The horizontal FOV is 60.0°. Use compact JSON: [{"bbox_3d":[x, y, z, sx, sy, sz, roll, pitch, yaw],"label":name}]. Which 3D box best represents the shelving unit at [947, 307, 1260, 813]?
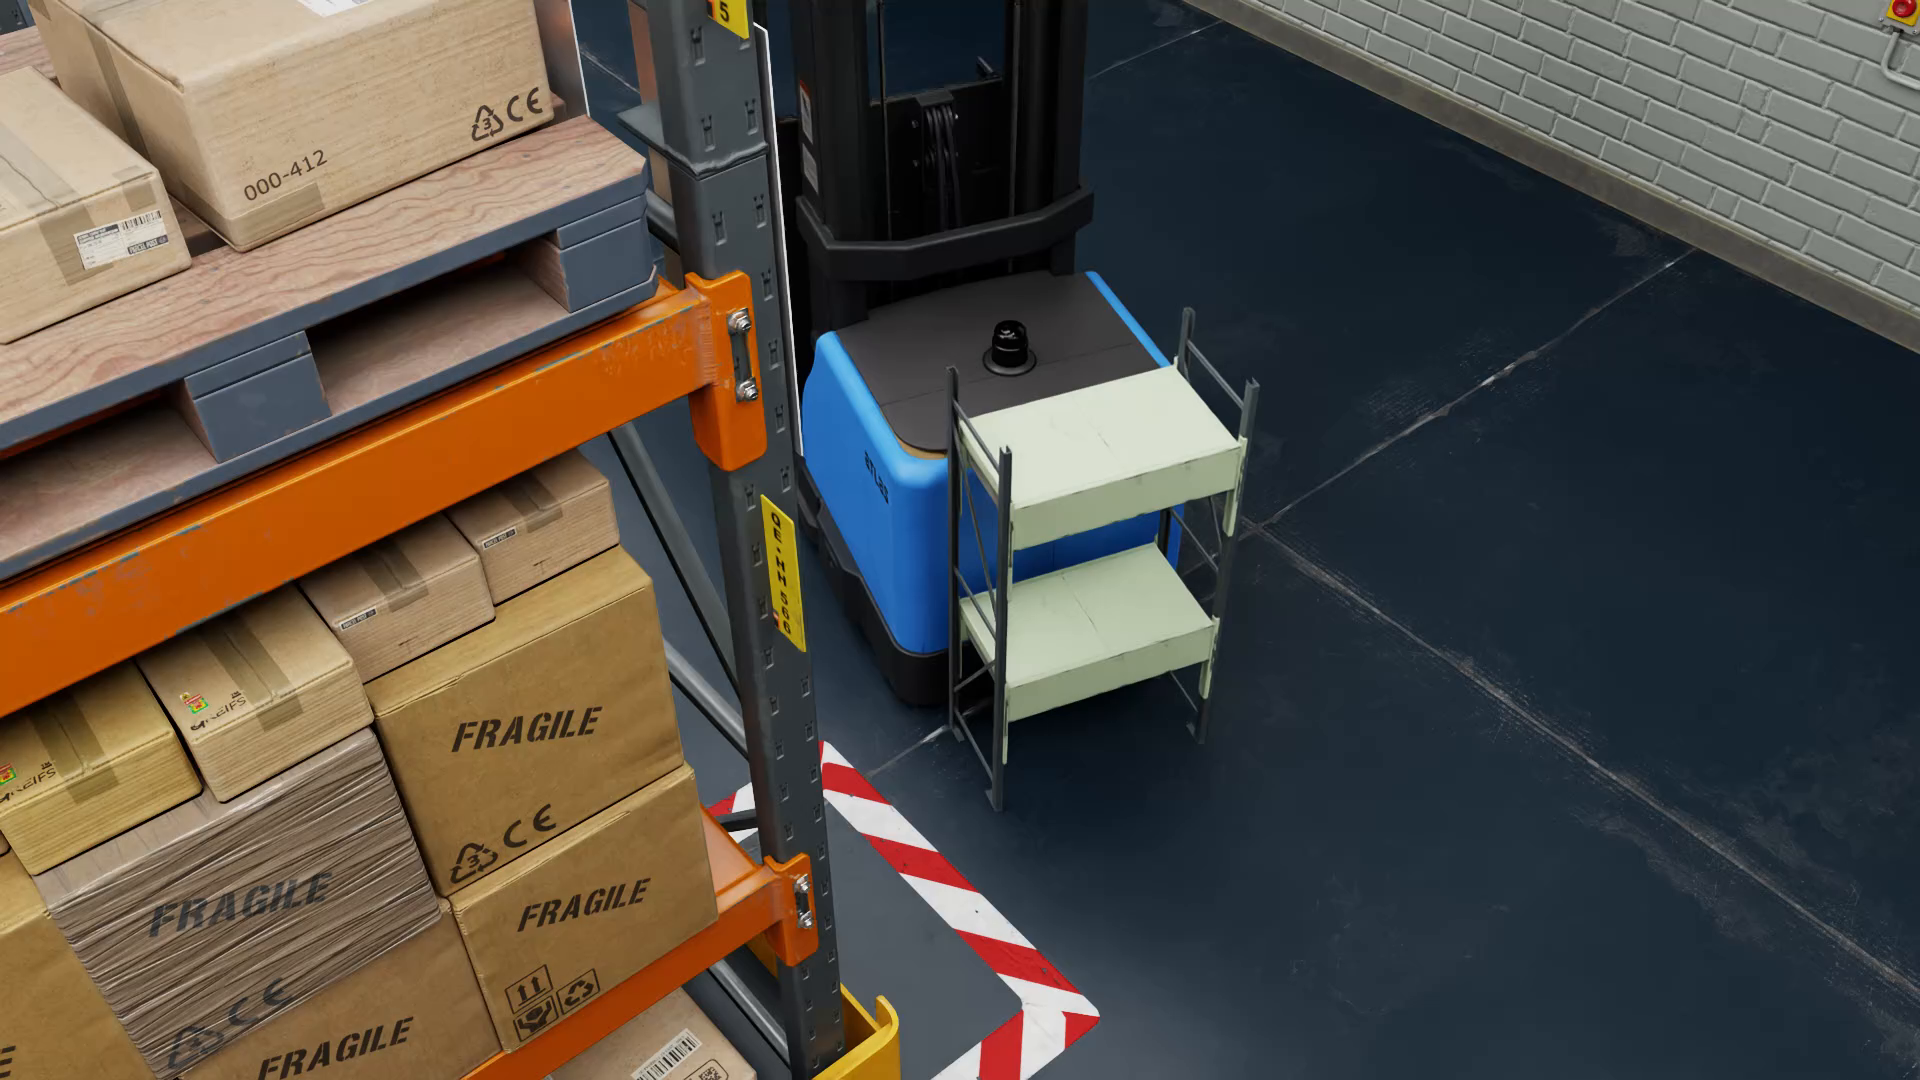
[{"bbox_3d":[0.388,0.101,5.047,0.755,1.500,0.431,-16,45,-16],"label":"shelving unit"}]

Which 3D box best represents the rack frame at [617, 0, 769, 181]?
[{"bbox_3d":[-0.654,-1.906,1.707,0.127,3.000,1.000,-30,51,-28],"label":"rack frame"}]

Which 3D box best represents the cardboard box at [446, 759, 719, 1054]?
[{"bbox_3d":[-0.854,0.595,3.353,0.500,0.500,0.500,-30,51,-28],"label":"cardboard box"}]

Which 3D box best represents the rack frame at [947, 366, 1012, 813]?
[{"bbox_3d":[0.050,0.197,4.945,0.023,1.500,0.400,-16,45,-16],"label":"rack frame"}]

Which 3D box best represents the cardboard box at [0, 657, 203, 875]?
[{"bbox_3d":[-1.344,0.277,2.487,0.250,0.149,0.380,-29,50,-27],"label":"cardboard box"}]

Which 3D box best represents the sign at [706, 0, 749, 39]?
[{"bbox_3d":[-0.317,-0.816,2.148,0.005,0.325,0.100,-30,51,-28],"label":"sign"}]

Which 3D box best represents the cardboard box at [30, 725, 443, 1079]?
[{"bbox_3d":[-1.253,0.461,2.764,0.500,0.500,0.500,-30,51,-28],"label":"cardboard box"}]

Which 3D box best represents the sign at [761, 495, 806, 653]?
[{"bbox_3d":[-0.317,0.063,2.973,0.005,0.325,0.100,-30,51,-28],"label":"sign"}]

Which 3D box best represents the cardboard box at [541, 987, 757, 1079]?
[{"bbox_3d":[-1.096,1.404,4.129,0.875,0.438,0.875,-32,52,-29],"label":"cardboard box"}]

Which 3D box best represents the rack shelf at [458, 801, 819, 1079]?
[{"bbox_3d":[-2.188,1.421,3.071,4.000,0.370,1.077,-30,51,-28],"label":"rack shelf"}]

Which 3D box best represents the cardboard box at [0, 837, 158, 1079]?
[{"bbox_3d":[-1.635,0.677,2.535,0.500,0.500,0.500,-30,51,-28],"label":"cardboard box"}]

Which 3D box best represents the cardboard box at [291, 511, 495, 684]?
[{"bbox_3d":[-0.980,0.030,2.750,0.250,0.149,0.380,-29,50,-27],"label":"cardboard box"}]

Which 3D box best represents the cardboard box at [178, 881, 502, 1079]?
[{"bbox_3d":[-1.249,0.807,3.126,0.500,0.500,0.500,-31,51,-29],"label":"cardboard box"}]

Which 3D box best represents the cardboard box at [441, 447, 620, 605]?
[{"bbox_3d":[-0.801,-0.094,2.882,0.250,0.149,0.380,-29,50,-27],"label":"cardboard box"}]

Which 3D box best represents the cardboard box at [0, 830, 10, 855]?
[{"bbox_3d":[-1.590,0.354,2.405,0.250,0.149,0.380,-30,51,-28],"label":"cardboard box"}]

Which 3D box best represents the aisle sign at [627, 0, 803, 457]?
[{"bbox_3d":[-0.400,-0.536,2.731,0.004,0.787,0.394,-30,51,-28],"label":"aisle sign"}]

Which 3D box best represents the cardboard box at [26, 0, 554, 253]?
[{"bbox_3d":[-0.942,-0.703,2.346,0.500,0.250,0.500,34,53,31],"label":"cardboard box"}]

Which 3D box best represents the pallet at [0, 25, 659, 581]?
[{"bbox_3d":[-1.216,-0.449,2.411,1.213,0.211,1.003,-30,51,-28],"label":"pallet"}]

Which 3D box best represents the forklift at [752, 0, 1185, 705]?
[{"bbox_3d":[-0.259,-1.537,5.745,1.130,2.935,3.031,-15,45,-16],"label":"forklift"}]

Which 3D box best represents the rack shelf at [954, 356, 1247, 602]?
[{"bbox_3d":[0.388,-0.183,4.780,0.720,0.370,0.431,-16,45,-16],"label":"rack shelf"}]

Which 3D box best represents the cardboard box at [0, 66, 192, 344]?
[{"bbox_3d":[-1.212,-0.440,2.140,0.250,0.149,0.380,-34,53,-31],"label":"cardboard box"}]

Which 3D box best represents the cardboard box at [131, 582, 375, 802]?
[{"bbox_3d":[-1.124,0.188,2.582,0.250,0.149,0.380,-30,51,-28],"label":"cardboard box"}]

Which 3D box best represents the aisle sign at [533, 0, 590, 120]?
[{"bbox_3d":[-0.785,-0.851,3.066,0.004,0.787,0.394,-30,51,-28],"label":"aisle sign"}]

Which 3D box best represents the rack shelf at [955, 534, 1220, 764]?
[{"bbox_3d":[0.388,0.339,5.270,0.720,0.370,0.431,-16,45,-16],"label":"rack shelf"}]

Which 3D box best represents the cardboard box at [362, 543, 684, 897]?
[{"bbox_3d":[-0.871,0.216,3.025,0.500,0.500,0.500,-28,50,-27],"label":"cardboard box"}]

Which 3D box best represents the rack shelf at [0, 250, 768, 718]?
[{"bbox_3d":[-2.188,0.328,2.044,4.000,0.370,1.077,-30,51,-28],"label":"rack shelf"}]

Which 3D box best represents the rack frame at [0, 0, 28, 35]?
[{"bbox_3d":[-3.908,-2.275,6.481,0.127,3.000,1.000,-30,51,-28],"label":"rack frame"}]

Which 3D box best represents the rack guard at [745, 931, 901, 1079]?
[{"bbox_3d":[-0.636,1.181,4.627,0.348,0.500,1.175,-30,51,-28],"label":"rack guard"}]

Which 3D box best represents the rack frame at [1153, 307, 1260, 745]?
[{"bbox_3d":[0.726,0.006,5.148,0.023,1.500,0.400,-16,45,-16],"label":"rack frame"}]

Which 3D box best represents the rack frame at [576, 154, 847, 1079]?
[{"bbox_3d":[-0.654,0.280,3.760,0.127,3.000,1.000,-30,51,-28],"label":"rack frame"}]

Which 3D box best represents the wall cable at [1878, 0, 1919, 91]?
[{"bbox_3d":[3.656,-2.590,6.052,0.123,1.953,0.585,-30,51,-28],"label":"wall cable"}]

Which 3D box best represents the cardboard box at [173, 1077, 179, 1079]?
[{"bbox_3d":[-1.637,1.038,2.880,0.500,0.500,0.500,-28,50,-27],"label":"cardboard box"}]
